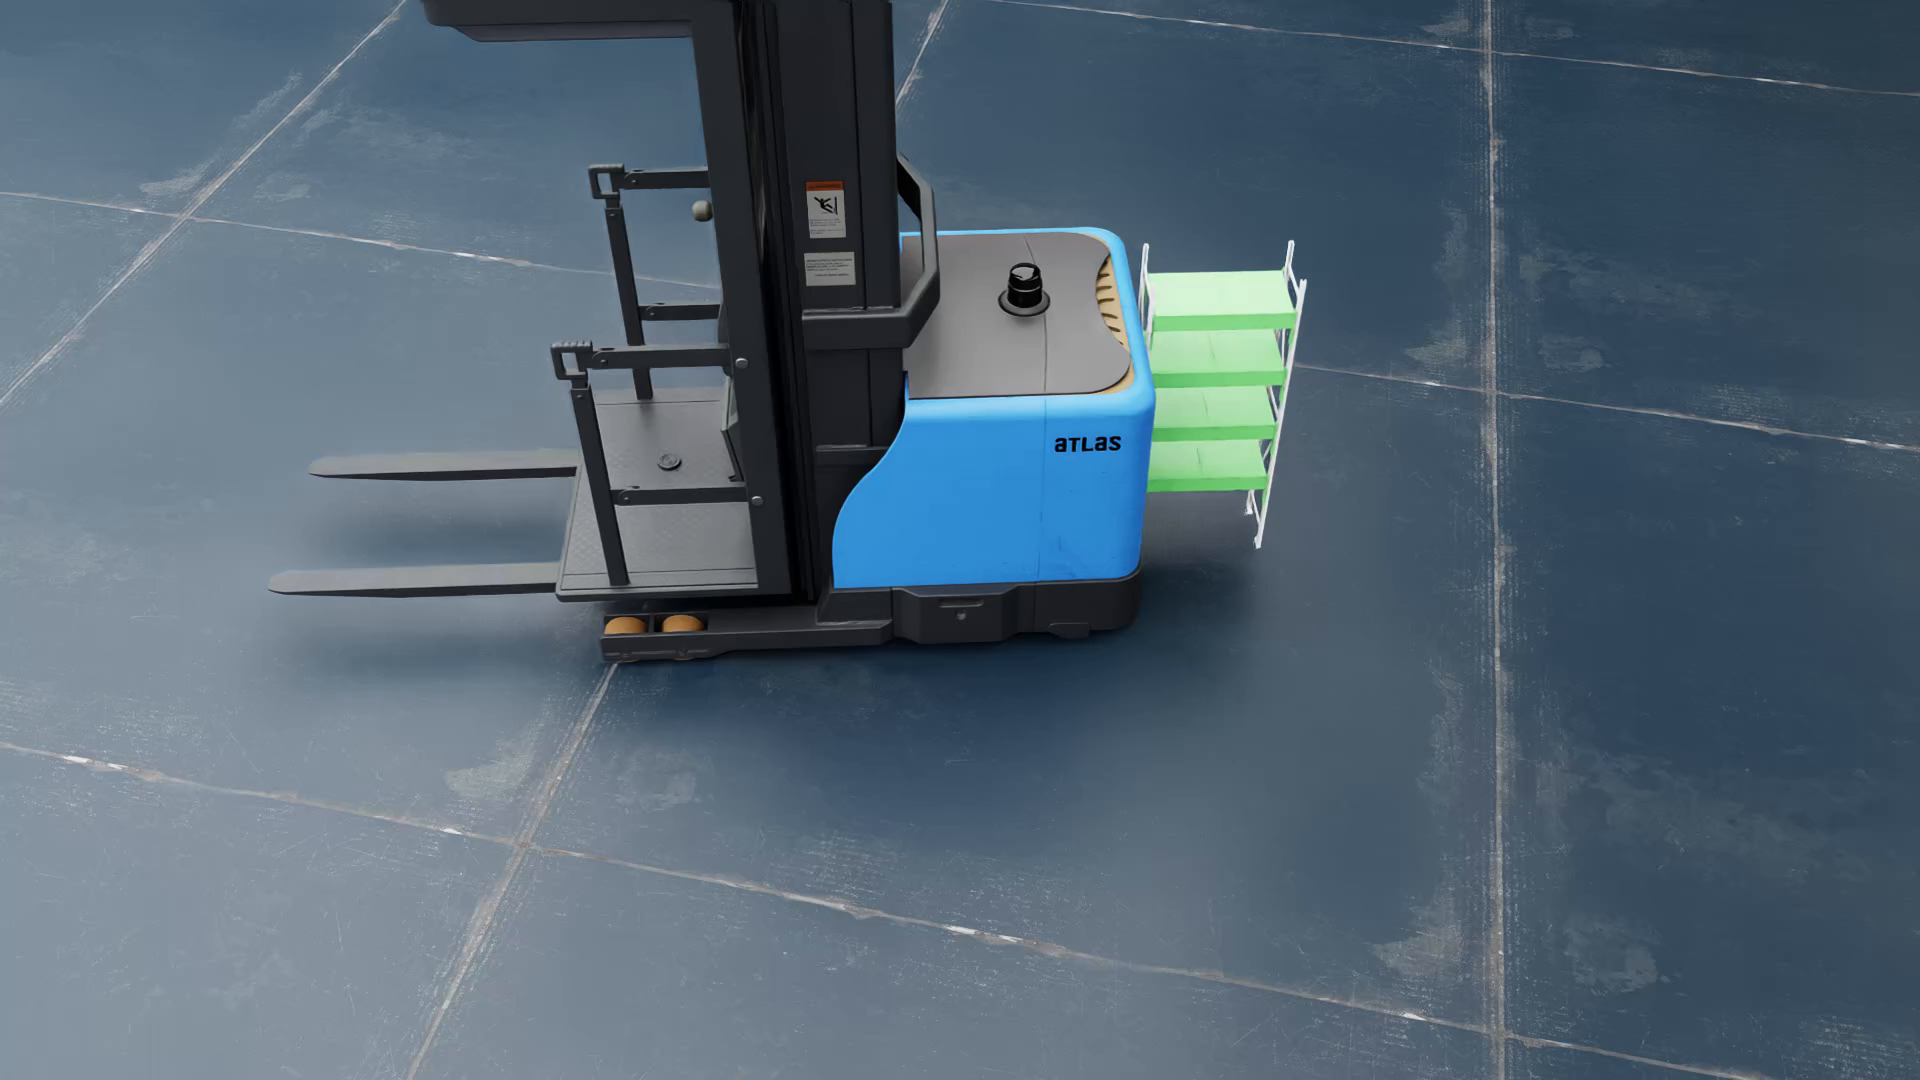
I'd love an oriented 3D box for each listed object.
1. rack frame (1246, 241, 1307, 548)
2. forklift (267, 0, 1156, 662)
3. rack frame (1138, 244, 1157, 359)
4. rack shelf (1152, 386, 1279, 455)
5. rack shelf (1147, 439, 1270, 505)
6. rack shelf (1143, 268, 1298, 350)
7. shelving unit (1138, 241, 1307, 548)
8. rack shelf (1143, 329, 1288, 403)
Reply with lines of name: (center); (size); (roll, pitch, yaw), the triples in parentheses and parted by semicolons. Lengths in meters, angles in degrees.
rack frame: (1.112, -0.485, 5.889); (0.015, 1.200, 0.240); (-1, 44, -2)
forklift: (-0.903, -1.007, 5.182); (3.031, 2.935, 1.130); (-2, 44, -2)
rack frame: (0.624, -0.473, 5.876); (0.015, 1.200, 0.240); (-1, 44, -2)
rack shelf: (0.868, -0.433, 5.927); (0.480, 0.148, 0.258); (-1, 44, -2)
rack shelf: (0.868, -0.260, 6.093); (0.480, 0.148, 0.258); (-1, 44, -2)
rack shelf: (0.868, -0.779, 5.594); (0.480, 0.148, 0.258); (-1, 44, -2)
shelving unit: (0.868, -0.479, 5.883); (0.503, 1.200, 0.258); (-1, 44, -2)
rack shelf: (0.868, -0.606, 5.760); (0.480, 0.148, 0.258); (-1, 44, -2)
